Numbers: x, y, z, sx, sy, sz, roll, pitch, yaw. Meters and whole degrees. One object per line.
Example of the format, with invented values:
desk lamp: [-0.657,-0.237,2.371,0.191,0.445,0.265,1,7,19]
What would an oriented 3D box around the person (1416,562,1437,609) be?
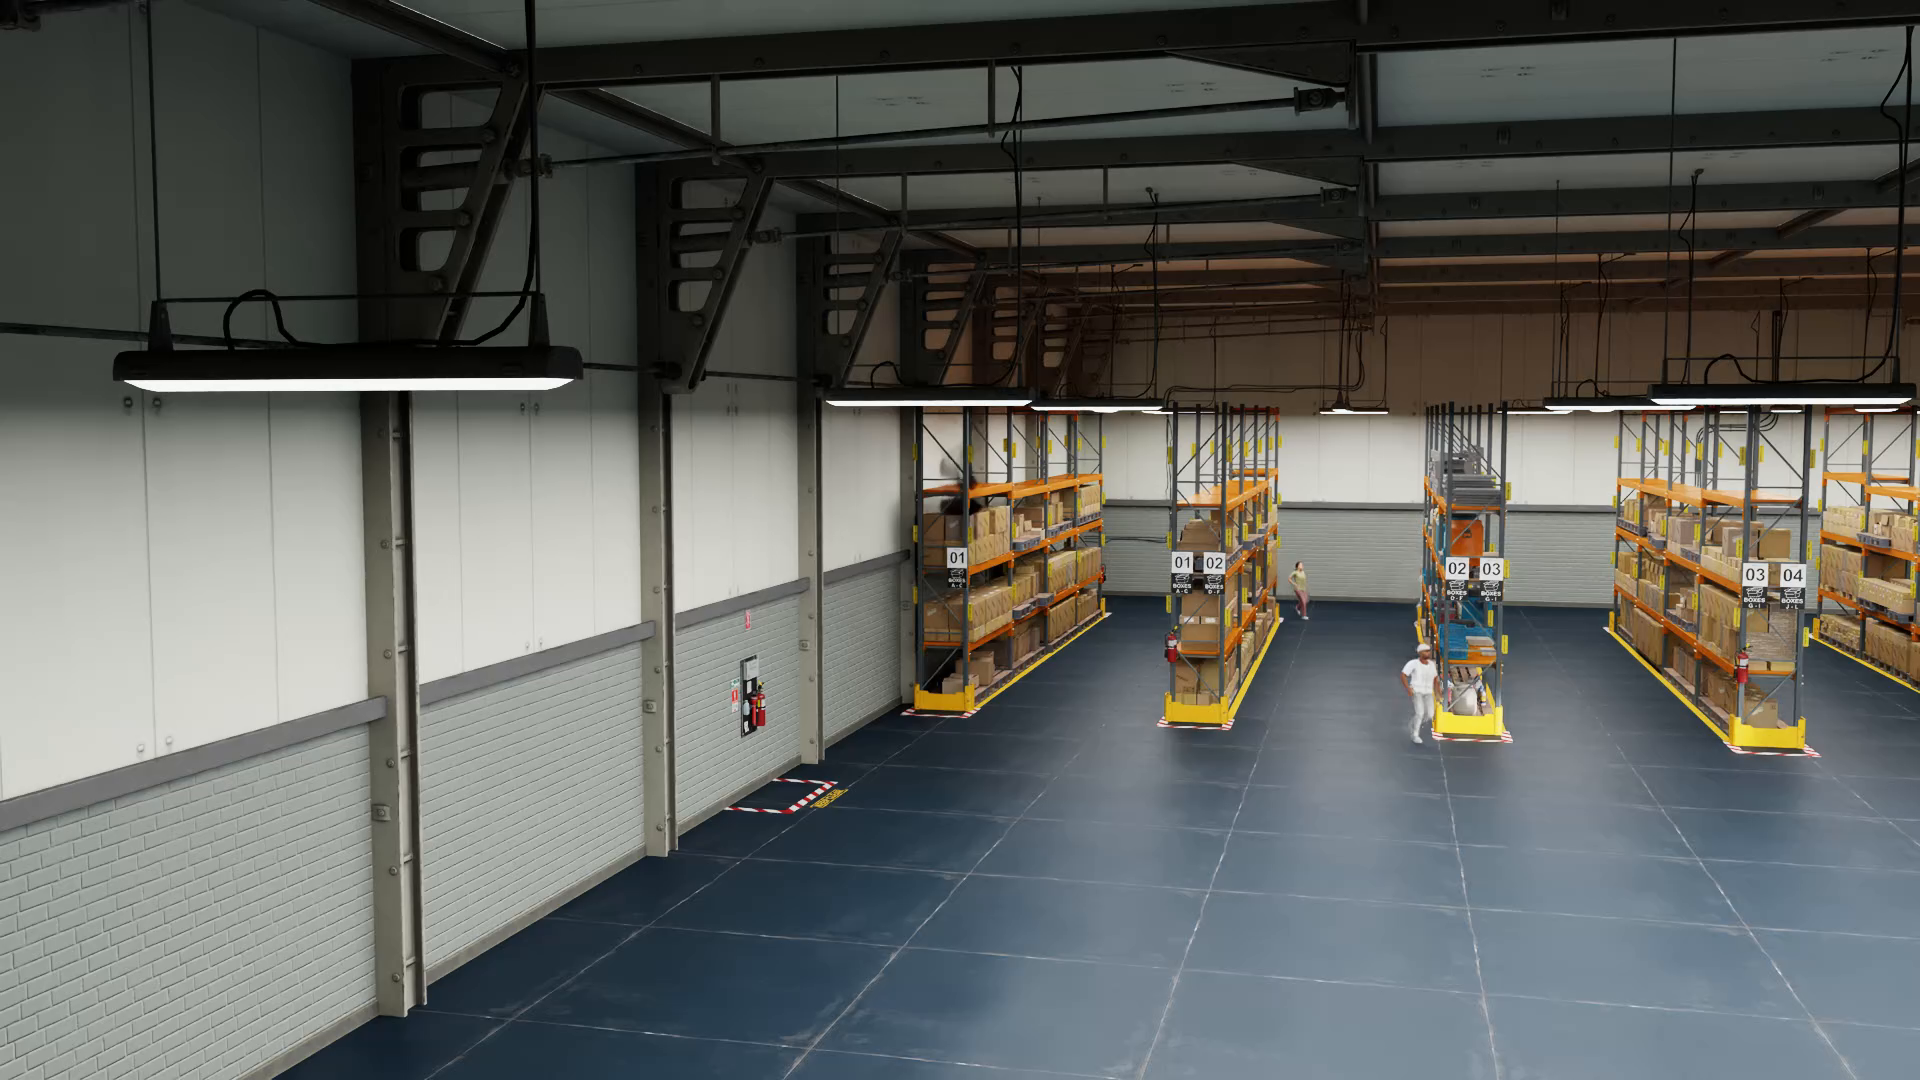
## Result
person: [13.809,1.268,48.513,0.945,1.764,0.646,2,5,26]

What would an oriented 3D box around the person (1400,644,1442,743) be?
person: [8.179,2.705,29.407,0.759,1.710,0.516,-1,4,-16]

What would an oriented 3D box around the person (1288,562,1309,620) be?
person: [9.683,1.435,47.257,0.581,1.617,0.655,-3,5,-32]
